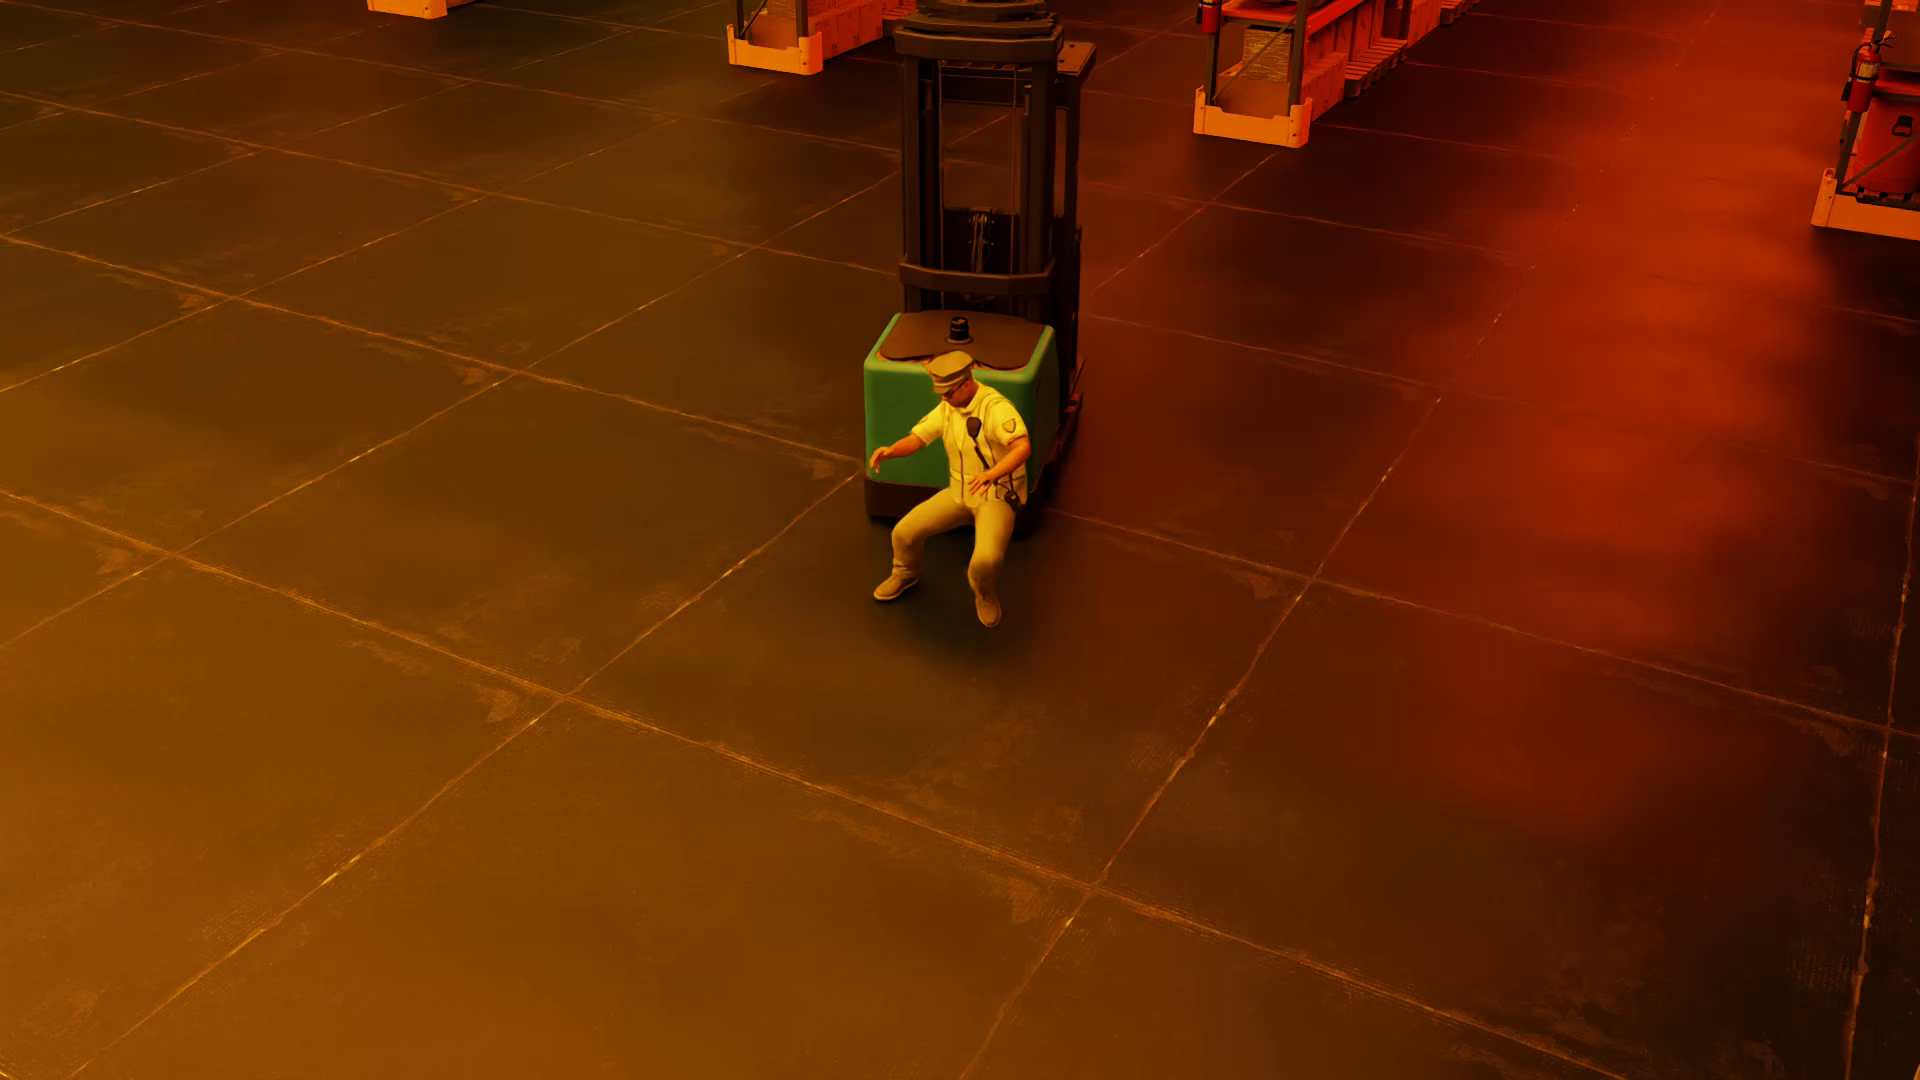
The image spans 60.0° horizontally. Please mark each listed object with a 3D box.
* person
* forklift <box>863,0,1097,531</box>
[{"bbox_3d":[-0.049,-0.239,8.907,0.829,1.498,0.916,-26,39,-37],"label":"person"},{"bbox_3d":[0.232,-2.047,10.618,1.130,2.935,3.031,6,31,11],"label":"forklift"}]
